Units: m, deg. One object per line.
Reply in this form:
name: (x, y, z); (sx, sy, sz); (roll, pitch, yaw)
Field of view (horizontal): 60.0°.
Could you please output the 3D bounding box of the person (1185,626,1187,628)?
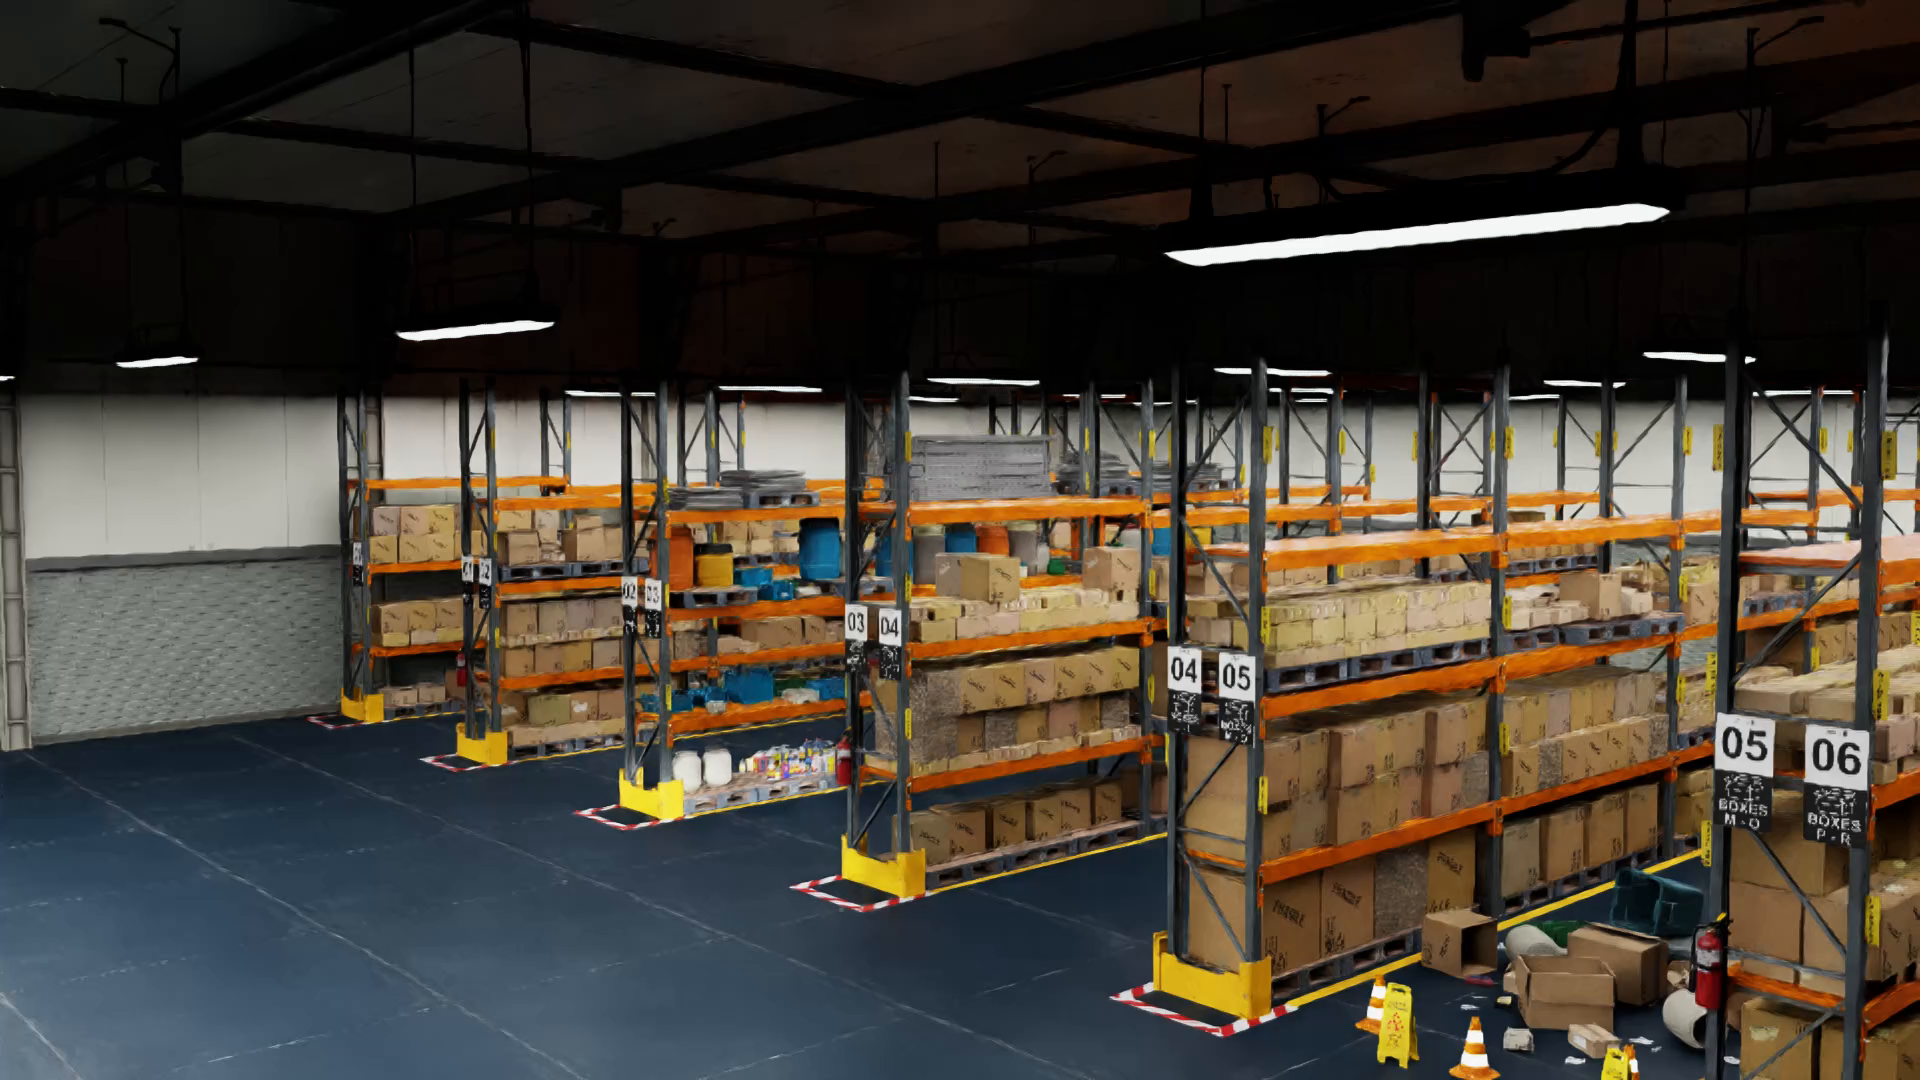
person: (4.742, 2.016, 34.787); (1.122, 1.706, 0.566); (-3, 5, -39)
